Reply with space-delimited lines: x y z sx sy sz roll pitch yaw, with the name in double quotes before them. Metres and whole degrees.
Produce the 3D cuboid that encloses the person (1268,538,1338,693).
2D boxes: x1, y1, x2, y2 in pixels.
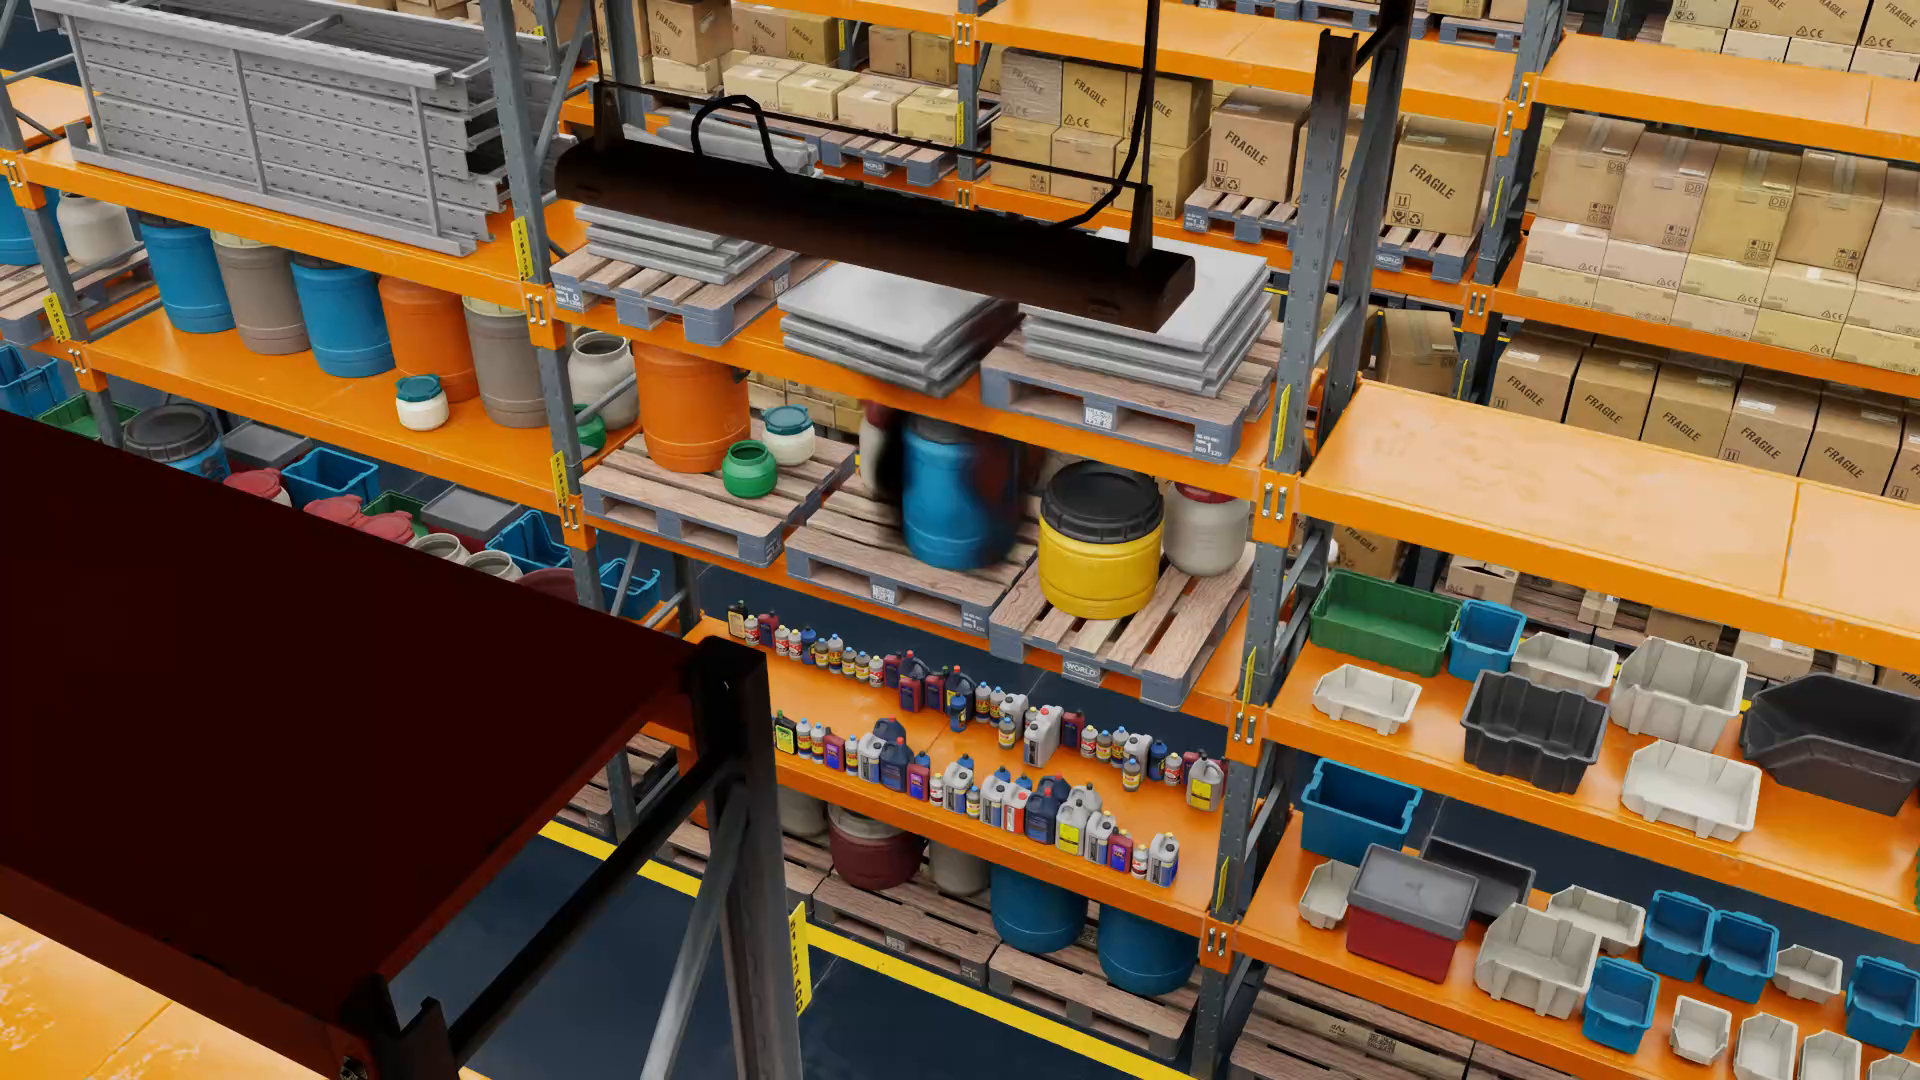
"person" 2.311 0.708 11.301 0.884 1.651 0.728 15 38 20
